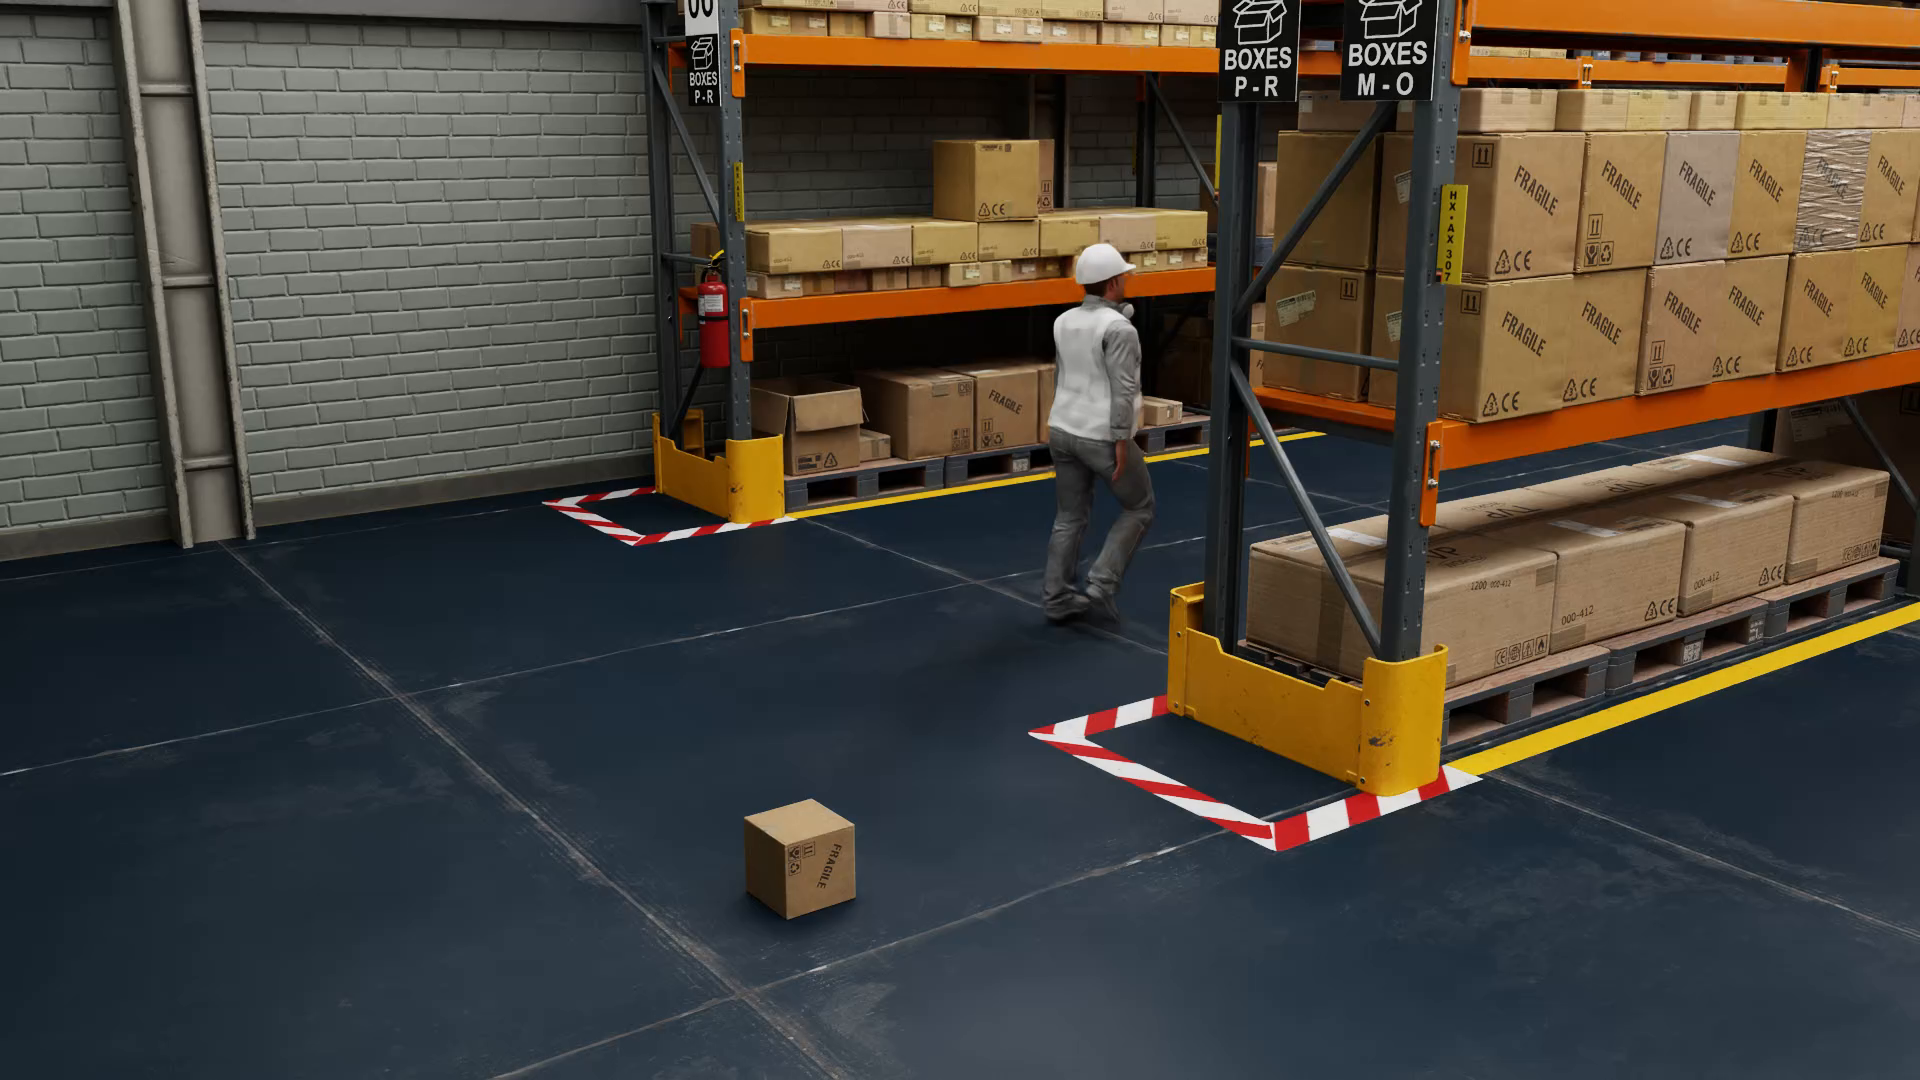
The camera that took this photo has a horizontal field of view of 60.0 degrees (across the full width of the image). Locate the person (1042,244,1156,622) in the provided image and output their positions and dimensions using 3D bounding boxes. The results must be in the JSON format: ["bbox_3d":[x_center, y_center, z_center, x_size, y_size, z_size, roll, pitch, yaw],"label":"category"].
[{"bbox_3d":[0.651,-0.475,7.778,0.504,1.797,0.589,-12,19,-39],"label":"person"}]
